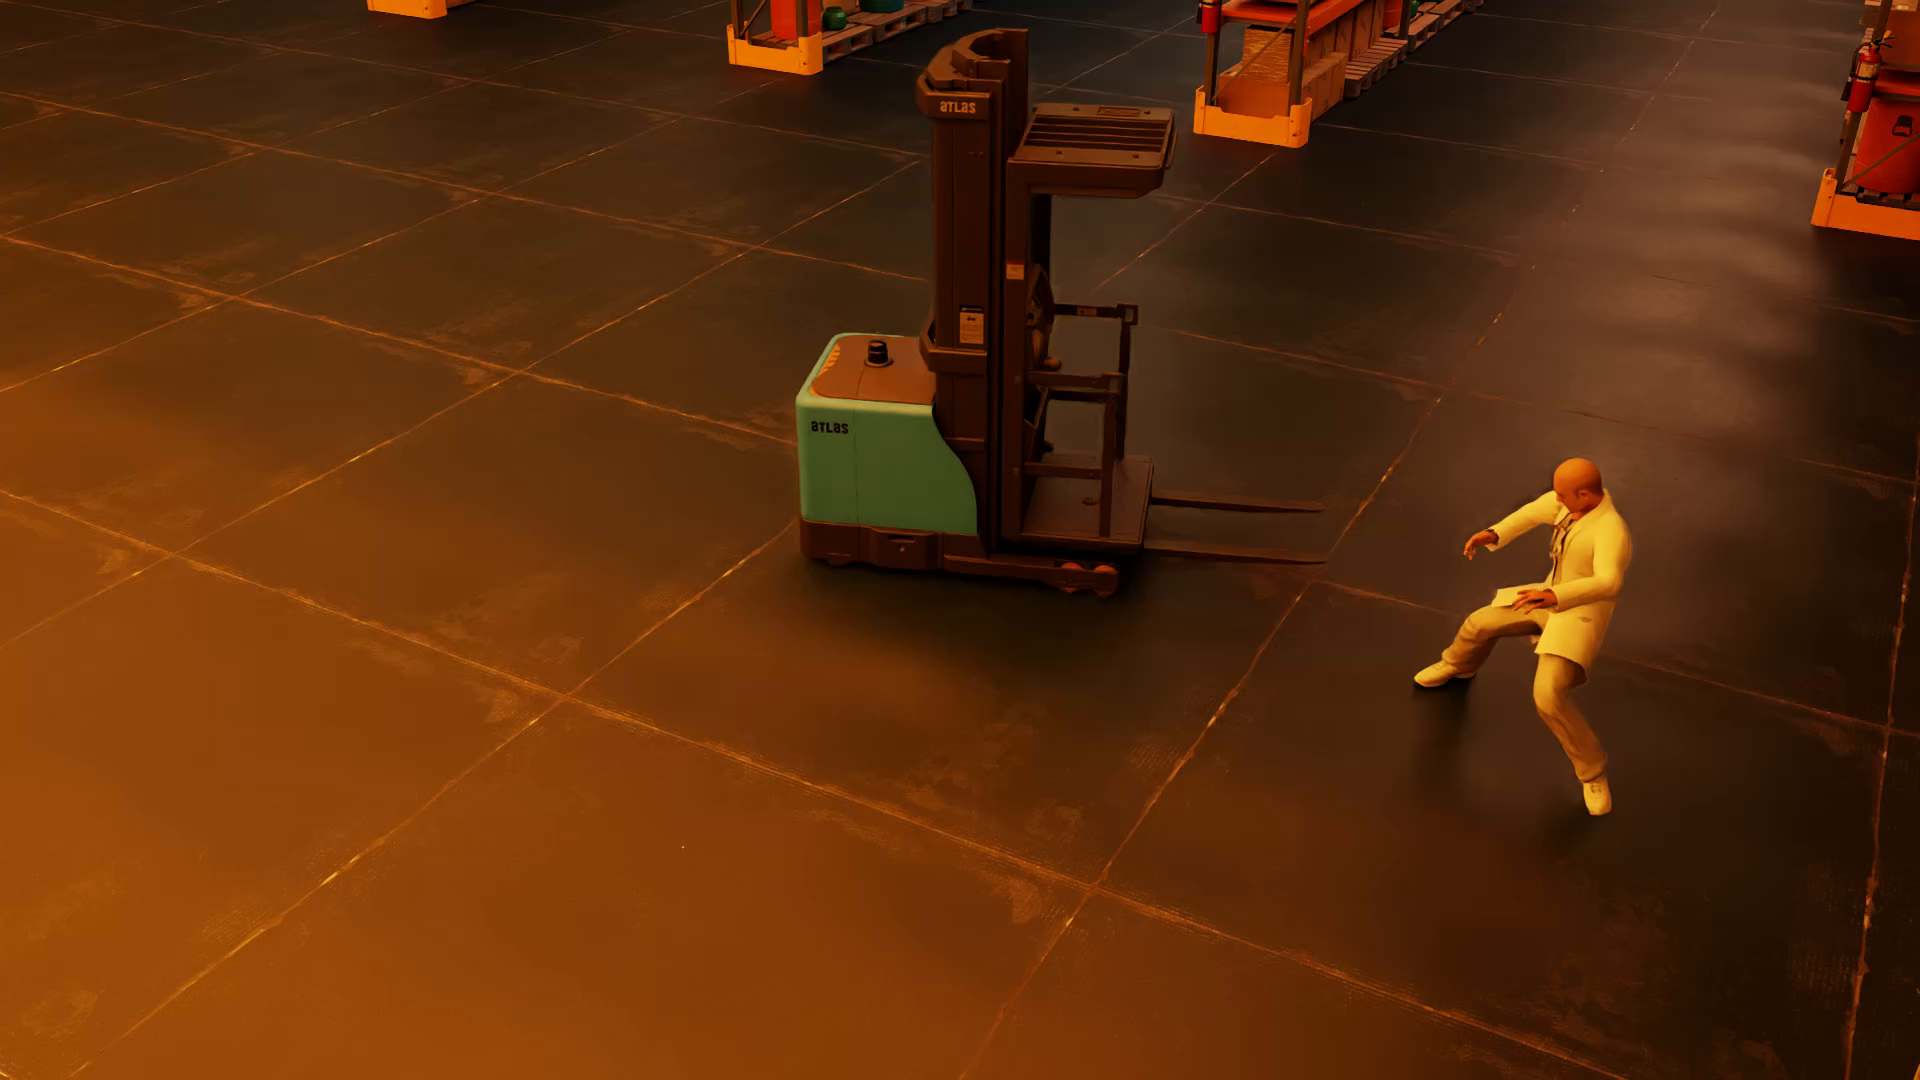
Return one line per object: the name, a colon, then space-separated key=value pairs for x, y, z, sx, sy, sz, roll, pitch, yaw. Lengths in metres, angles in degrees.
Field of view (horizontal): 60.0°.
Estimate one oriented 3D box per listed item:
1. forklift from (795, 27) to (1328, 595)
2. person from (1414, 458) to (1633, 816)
forklift: x=0.628 y=-1.243 z=9.225 sx=3.031 sy=2.935 sz=1.130 roll=5 pitch=30 yaw=8
person: x=2.745 y=0.340 z=7.872 sx=0.715 sy=1.539 sz=1.309 roll=-1 pitch=30 yaw=-2
